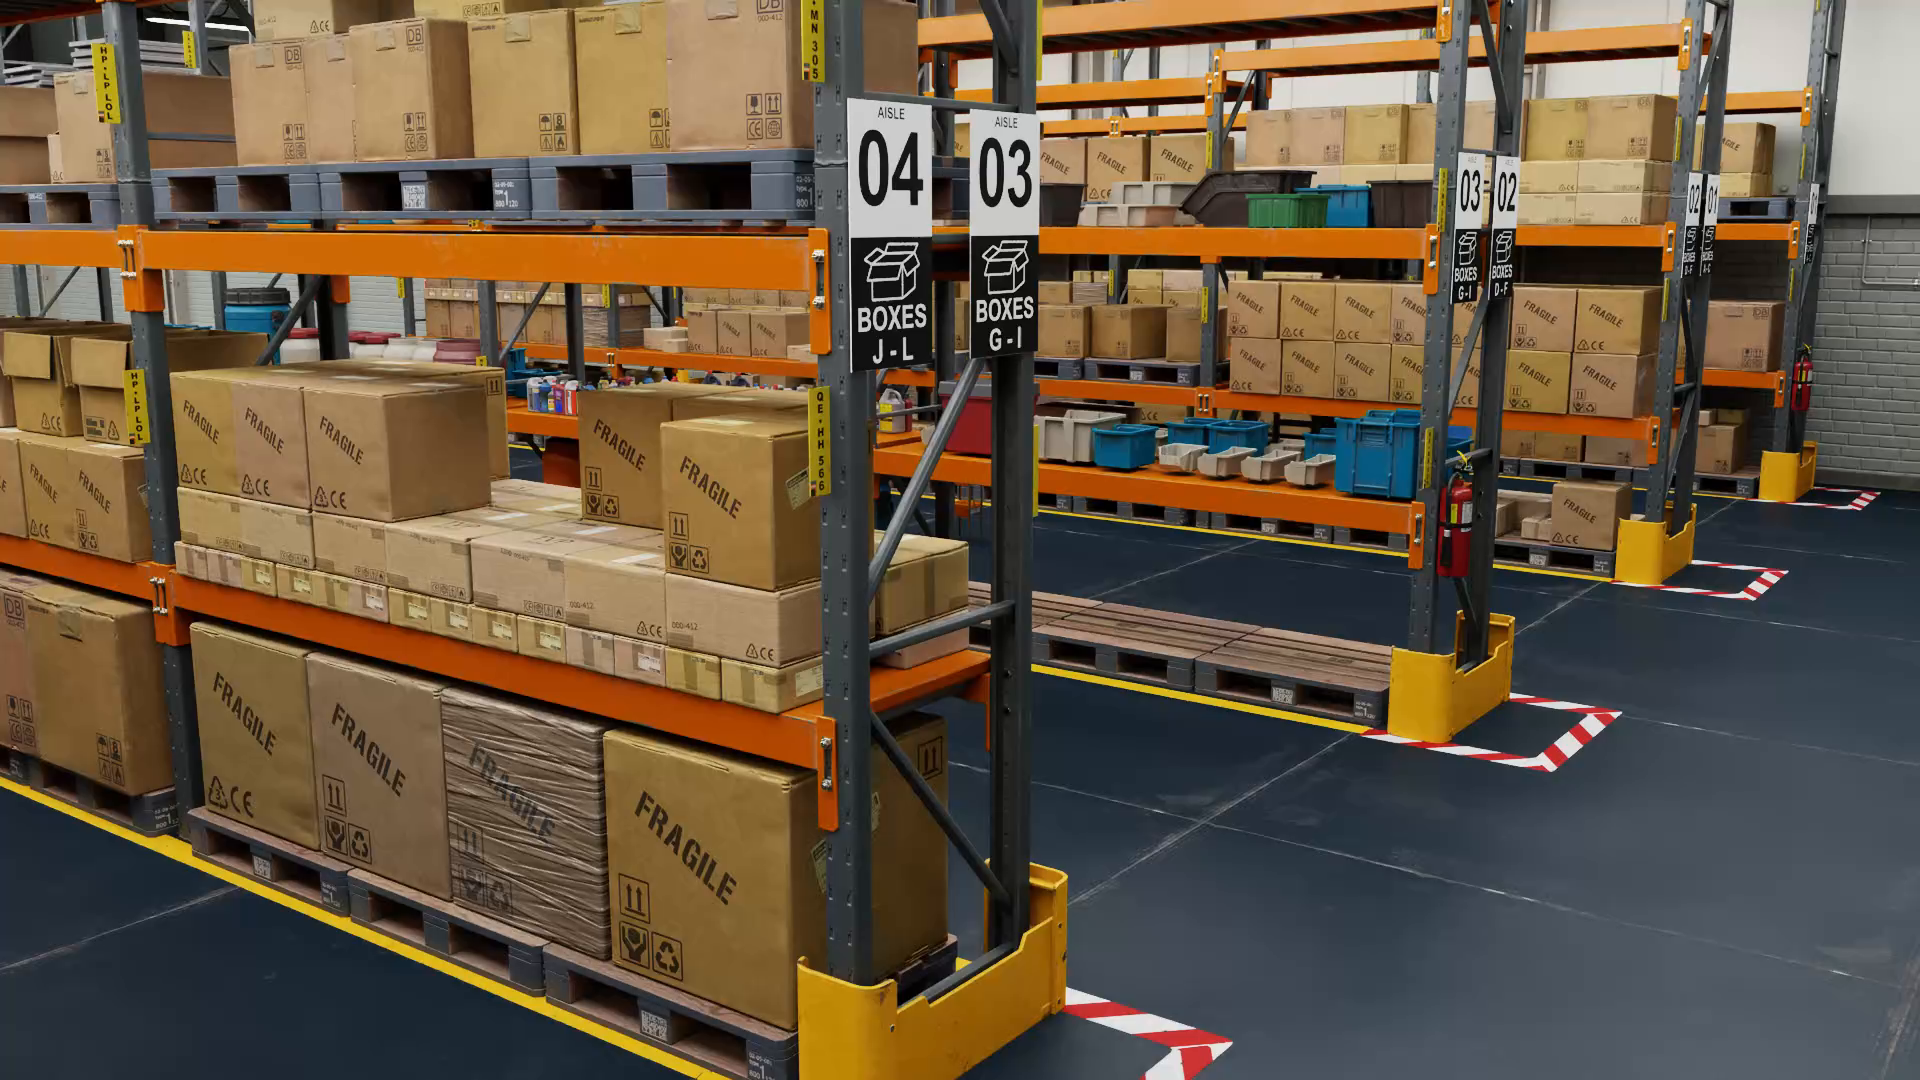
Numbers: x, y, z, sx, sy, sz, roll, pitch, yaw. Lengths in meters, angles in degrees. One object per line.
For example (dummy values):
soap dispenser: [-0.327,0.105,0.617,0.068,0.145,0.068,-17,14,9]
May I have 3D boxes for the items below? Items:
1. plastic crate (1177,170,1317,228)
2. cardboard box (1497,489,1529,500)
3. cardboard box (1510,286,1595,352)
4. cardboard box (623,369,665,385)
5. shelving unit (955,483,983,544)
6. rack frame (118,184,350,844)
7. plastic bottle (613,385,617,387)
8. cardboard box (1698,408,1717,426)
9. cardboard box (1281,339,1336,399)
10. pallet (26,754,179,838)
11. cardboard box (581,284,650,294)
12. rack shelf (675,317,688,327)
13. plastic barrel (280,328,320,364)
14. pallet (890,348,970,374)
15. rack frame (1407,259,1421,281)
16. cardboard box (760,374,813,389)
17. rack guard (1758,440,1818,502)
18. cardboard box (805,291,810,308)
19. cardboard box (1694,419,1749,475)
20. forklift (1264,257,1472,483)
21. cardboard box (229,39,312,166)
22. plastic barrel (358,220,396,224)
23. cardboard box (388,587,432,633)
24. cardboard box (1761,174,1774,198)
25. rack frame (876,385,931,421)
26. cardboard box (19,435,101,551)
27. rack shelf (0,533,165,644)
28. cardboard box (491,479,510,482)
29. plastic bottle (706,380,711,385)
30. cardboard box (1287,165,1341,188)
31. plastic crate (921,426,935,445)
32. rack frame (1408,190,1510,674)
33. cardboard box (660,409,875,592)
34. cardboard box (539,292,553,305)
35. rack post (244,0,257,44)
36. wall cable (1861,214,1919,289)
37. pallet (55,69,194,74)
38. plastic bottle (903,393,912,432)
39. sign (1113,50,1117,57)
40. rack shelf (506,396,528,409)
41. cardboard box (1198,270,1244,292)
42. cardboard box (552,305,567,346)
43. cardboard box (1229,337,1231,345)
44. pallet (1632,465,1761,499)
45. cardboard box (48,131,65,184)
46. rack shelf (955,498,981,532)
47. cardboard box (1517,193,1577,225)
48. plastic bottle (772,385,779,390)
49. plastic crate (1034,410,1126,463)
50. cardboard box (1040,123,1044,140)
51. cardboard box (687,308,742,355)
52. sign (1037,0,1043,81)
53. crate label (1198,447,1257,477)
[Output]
plastic crate: [1.777,-2.106,10.282,0.767,0.338,0.504,8,13,36]
cardboard box: [4.704,-0.290,14.714,0.500,0.250,0.500,8,13,36]
cardboard box: [4.852,-1.812,13.603,0.500,0.500,0.500,8,14,37]
cardboard box: [-4.080,-1.881,21.014,0.500,0.500,0.500,8,13,36]
shelving unit: [0.043,-0.509,14.899,0.252,1.050,0.215,8,13,36]
rack frame: [-3.310,-0.141,7.861,0.127,3.000,1.000,8,13,36]
plastic bottle: [-2.701,-1.077,13.040,0.097,0.271,0.097,0,11,0]
cardboard box: [7.875,-1.314,17.690,0.250,0.149,0.380,8,13,35]
cardboard box: [3.221,-1.550,14.882,0.500,0.500,0.500,8,14,37]
pallet: [-3.976,1.153,8.515,1.213,0.211,1.003,8,13,36]
cardboard box: [-4.253,-3.291,20.467,0.500,0.500,0.700,8,14,36]
rack shelf: [-2.574,-3.187,25.500,4.000,0.370,1.077,8,13,36]
plastic barrel: [-6.185,-1.724,15.687,0.433,0.535,0.433,0,11,0]
pallet: [-0.079,-1.947,17.702,1.003,0.211,1.213,8,13,36]
rack frame: [5.486,-2.416,19.620,0.127,3.000,1.000,8,13,36]
cardboard box: [-2.661,-2.508,25.519,0.500,0.500,0.700,7,13,32]
rack guard: [8.729,-0.736,17.519,0.348,0.500,1.175,8,13,36]
cardboard box: [-1.932,-3.681,24.526,0.500,0.500,0.500,8,13,35]
cardboard box: [8.087,-1.009,17.821,0.500,0.500,0.700,8,13,36]
forklift: [3.831,-1.992,17.608,3.031,2.935,1.130,8,13,34]
cardboard box: [-2.644,-1.839,7.110,0.500,0.500,0.700,7,13,32]
plastic barrel: [-5.234,-3.346,15.213,0.708,0.901,0.600,8,13,36]
cardboard box: [-2.011,0.242,6.545,0.250,0.149,0.380,7,13,34]
cardboard box: [8.267,-3.740,17.594,0.500,0.250,0.500,9,14,38]
rack frame: [-0.667,-2.107,18.023,0.127,3.000,1.000,8,13,36]
cardboard box: [-4.243,-0.257,8.200,0.500,0.500,0.500,8,14,37]
rack shelf: [-4.922,-0.013,9.092,4.000,0.370,1.077,8,13,36]
cardboard box: [-2.380,-0.146,7.499,0.500,0.250,0.500,8,14,37]
plastic bottle: [-2.039,-1.140,13.333,0.133,0.283,0.061,8,13,36]
cardboard box: [3.206,-3.153,14.612,0.500,0.250,0.500,8,13,36]
plastic crate: [-0.088,-0.725,11.416,0.243,0.136,0.396,8,13,36]
rack frame: [2.846,-0.449,9.456,0.127,3.000,1.000,8,13,36]
cardboard box: [-0.634,-0.146,5.526,0.500,0.500,0.500,8,14,36]
cardboard box: [-5.056,-3.037,20.857,0.250,0.149,0.380,8,13,35]
rack post: [-5.188,-4.634,14.764,3.121,1.000,1.013,8,13,36]
wall cable: [10.302,-2.466,17.204,1.851,1.984,0.084,8,13,36]
pallet: [-8.495,-4.680,17.081,1.213,0.211,1.003,8,13,36]
plastic bottle: [-0.421,-0.948,12.342,0.133,0.283,0.061,8,13,36]
sign: [1.949,-6.224,20.844,0.005,0.325,0.100,8,13,36]
rack shelf: [-5.214,-1.221,15.336,4.000,0.370,1.077,8,13,36]
cardboard box: [3.314,-3.232,20.767,0.500,0.250,0.500,8,14,36]
cardboard box: [-4.682,-2.713,20.892,0.500,0.500,0.700,8,13,35]
cardboard box: [3.444,-2.539,20.866,0.250,0.149,0.380,8,14,36]
pallet: [8.019,-0.675,17.963,1.213,0.211,1.003,8,13,36]
cardboard box: [-4.141,-1.913,8.253,0.500,0.311,0.500,7,13,34]
rack shelf: [0.043,-0.226,14.954,0.240,0.259,0.215,8,13,36]
cardboard box: [4.814,-2.682,13.492,0.500,0.250,0.500,8,13,36]
plastic bottle: [-1.376,-0.971,12.282,0.185,0.351,0.144,8,13,36]
plastic crate: [0.744,-0.671,10.753,0.530,0.282,0.437,8,13,36]
cardboard box: [0.503,-3.955,16.782,0.500,0.500,0.500,8,13,36]
cardboard box: [-2.857,-2.458,19.572,0.500,0.500,0.500,9,14,40]
sign: [0.247,-1.716,5.597,0.005,0.325,0.100,8,13,36]
crate label: [1.617,-0.476,10.128,0.243,0.136,0.396,8,13,36]
